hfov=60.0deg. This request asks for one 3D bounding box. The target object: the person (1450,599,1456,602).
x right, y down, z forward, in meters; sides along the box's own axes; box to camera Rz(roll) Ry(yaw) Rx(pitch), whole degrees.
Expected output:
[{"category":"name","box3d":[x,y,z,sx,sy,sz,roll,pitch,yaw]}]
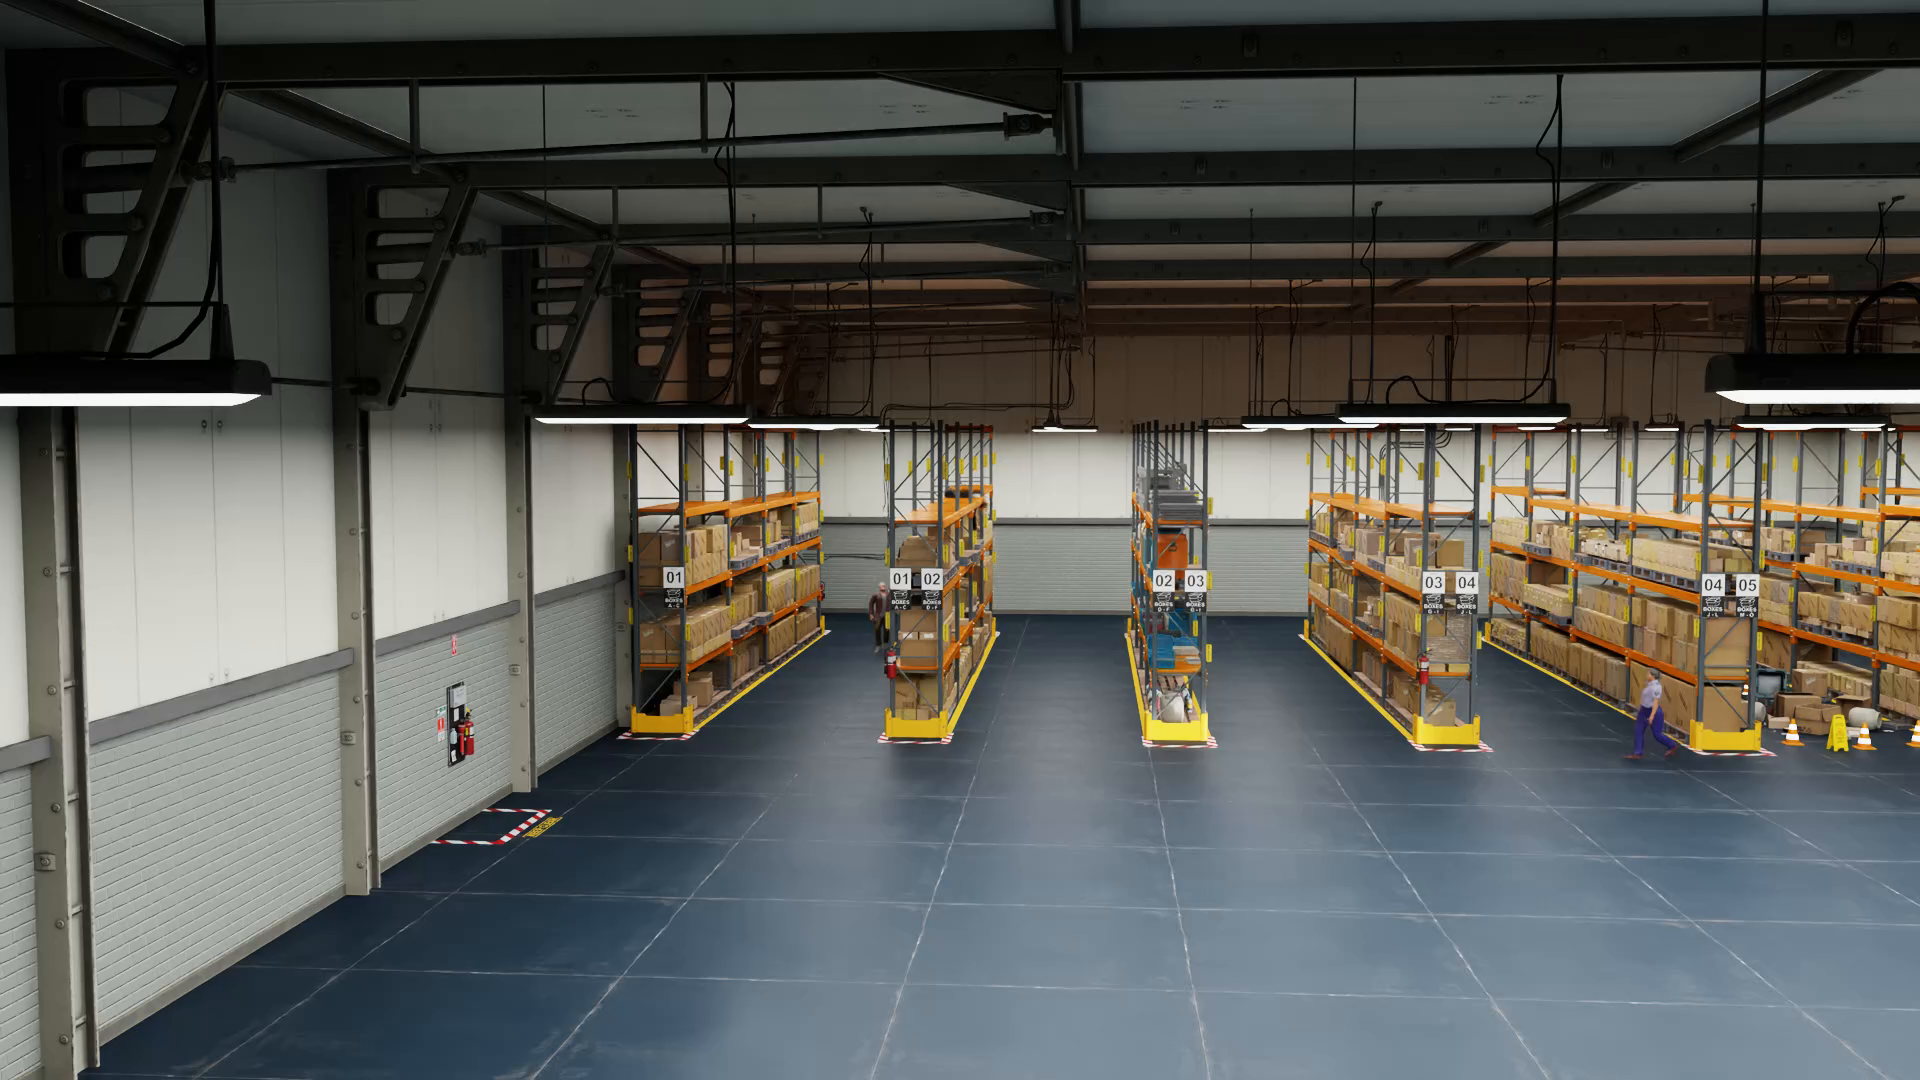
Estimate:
[{"category":"person","box3d":[14.159,1.885,47.945,0.413,1.610,0.424,0,4,-5]}]

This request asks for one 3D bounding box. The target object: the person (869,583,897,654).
[{"category":"person","box3d":[-1.997,2.017,43.446,0.769,1.809,0.936,1,4,8]}]

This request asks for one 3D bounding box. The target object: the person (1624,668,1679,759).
[{"category":"person","box3d":[12.178,3.059,29.242,0.863,1.617,0.468,-1,4,-20]}]
